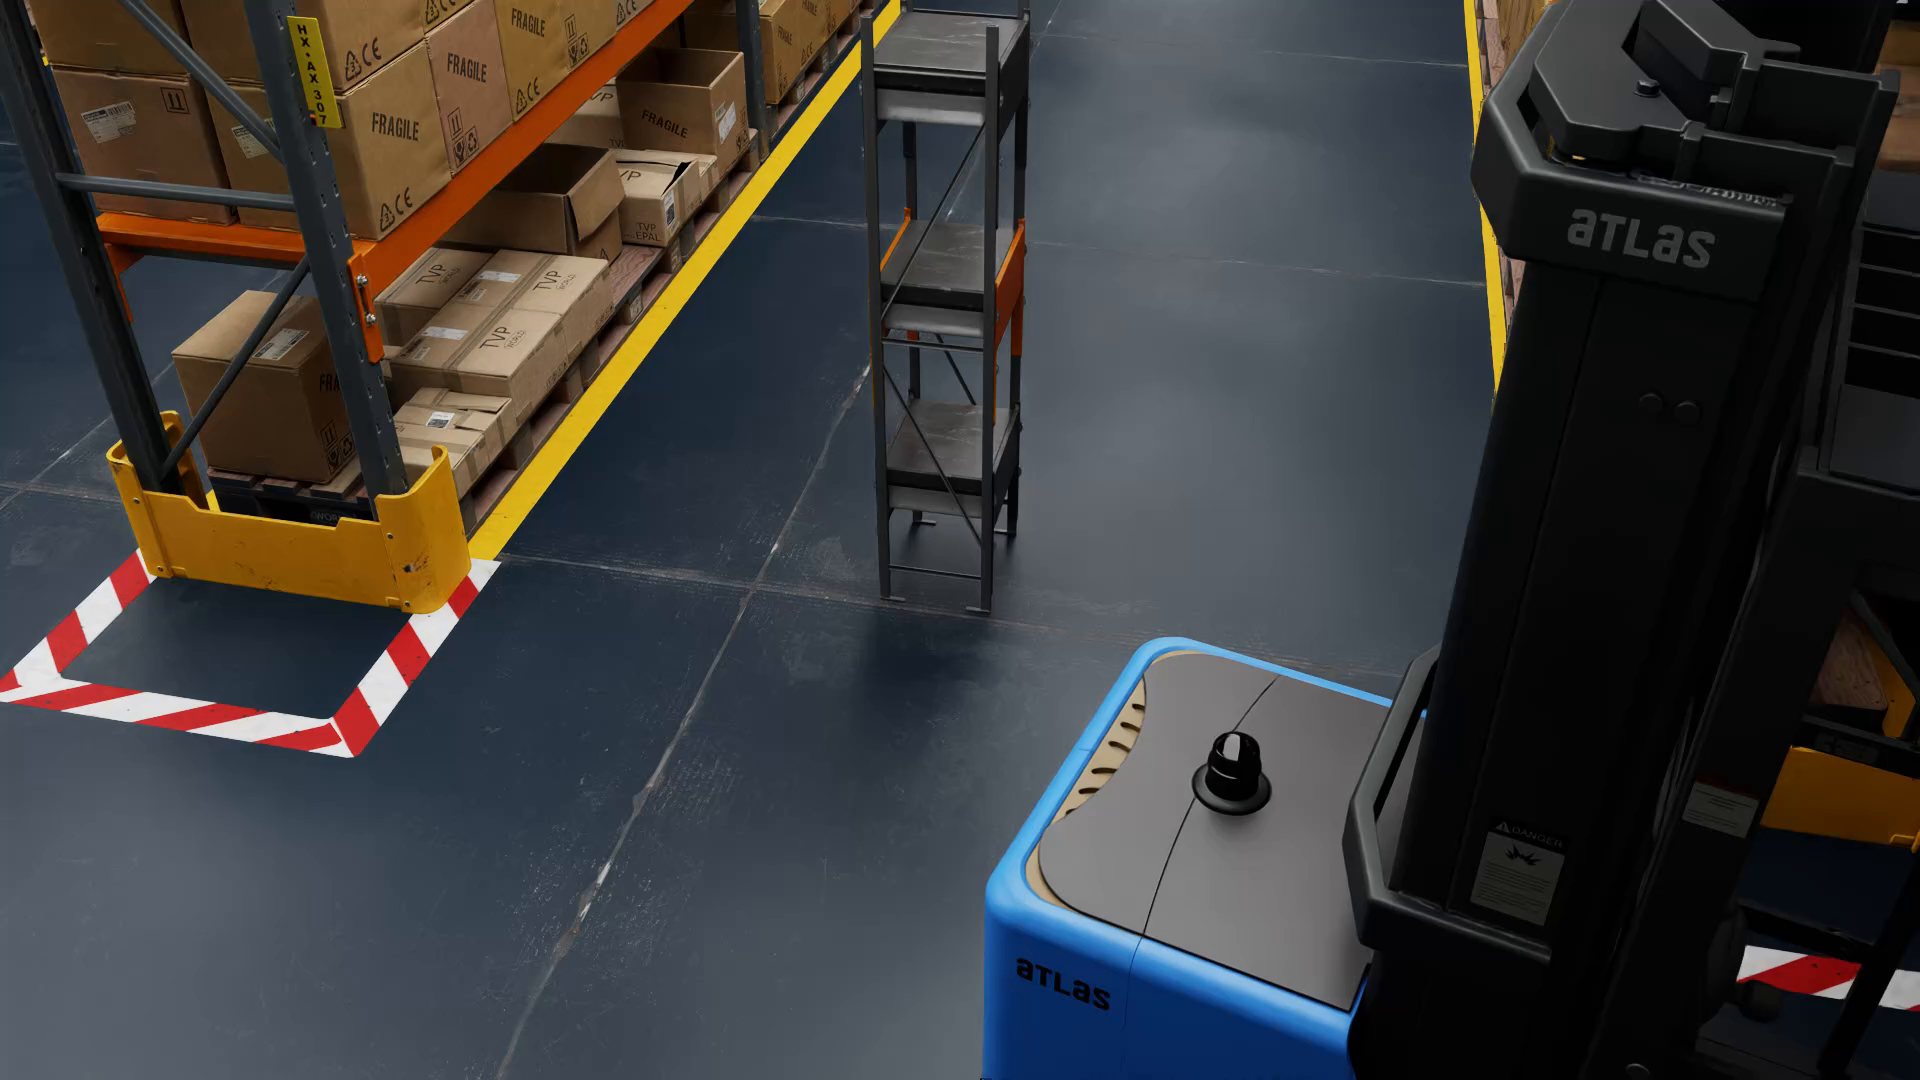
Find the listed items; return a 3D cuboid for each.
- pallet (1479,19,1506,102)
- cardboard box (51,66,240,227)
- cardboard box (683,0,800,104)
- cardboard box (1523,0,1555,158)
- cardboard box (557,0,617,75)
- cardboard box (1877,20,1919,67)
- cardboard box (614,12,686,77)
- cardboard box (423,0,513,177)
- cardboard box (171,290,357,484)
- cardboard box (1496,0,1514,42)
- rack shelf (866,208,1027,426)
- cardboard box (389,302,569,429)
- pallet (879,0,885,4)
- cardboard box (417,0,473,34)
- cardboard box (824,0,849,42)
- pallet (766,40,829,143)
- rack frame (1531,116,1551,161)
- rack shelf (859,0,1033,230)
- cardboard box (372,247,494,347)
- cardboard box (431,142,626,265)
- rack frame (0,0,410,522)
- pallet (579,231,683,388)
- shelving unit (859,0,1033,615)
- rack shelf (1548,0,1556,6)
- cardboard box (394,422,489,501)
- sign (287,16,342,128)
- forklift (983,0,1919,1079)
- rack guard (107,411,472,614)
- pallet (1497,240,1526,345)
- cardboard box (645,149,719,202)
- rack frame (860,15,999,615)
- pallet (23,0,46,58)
[{"bbox_3d":[3.638,-2.771,9.893,1.003,0.211,1.213,7,37,10],"label":"pallet"},{"bbox_3d":[-2.576,-1.403,5.545,0.500,0.500,0.500,8,37,11],"label":"cardboard box"},{"bbox_3d":[-1.210,-2.778,9.282,0.500,0.500,0.500,6,36,8],"label":"cardboard box"},{"bbox_3d":[3.300,-2.435,8.527,0.750,0.750,0.750,8,37,11],"label":"cardboard box"},{"bbox_3d":[-1.730,-2.204,6.650,0.500,0.500,0.500,8,37,11],"label":"cardboard box"},{"bbox_3d":[2.678,-1.287,5.214,0.980,0.700,0.700,7,37,10],"label":"cardboard box"},{"bbox_3d":[-1.726,-2.850,9.381,0.500,0.500,0.500,7,37,10],"label":"cardboard box"},{"bbox_3d":[-1.949,-1.630,5.858,0.500,0.500,0.500,7,37,10],"label":"cardboard box"},{"bbox_3d":[-2.530,-0.580,6.250,0.500,0.500,0.500,7,37,10],"label":"cardboard box"},{"bbox_3d":[3.664,-3.433,9.904,0.750,0.750,0.750,7,37,10],"label":"cardboard box"},{"bbox_3d":[-0.035,-0.744,5.511,0.431,0.518,0.480,7,37,10],"label":"rack shelf"},{"bbox_3d":[-1.906,-0.699,6.627,0.500,0.250,0.500,7,37,10],"label":"cardboard box"},{"bbox_3d":[-0.894,-4.106,11.735,1.003,0.211,1.213,7,37,10],"label":"pallet"},{"bbox_3d":[-1.949,-2.039,5.570,0.500,0.500,0.500,8,37,10],"label":"cardboard box"},{"bbox_3d":[-0.993,-3.371,10.100,0.500,0.500,0.500,8,37,11],"label":"cardboard box"},{"bbox_3d":[-1.415,-2.707,9.805,1.003,0.211,1.213,7,37,10],"label":"pallet"},{"bbox_3d":[3.289,-2.746,7.483,1.000,3.000,0.127,7,37,10],"label":"rack frame"},{"bbox_3d":[-0.035,-1.311,5.100,0.431,0.518,0.480,7,37,10],"label":"rack shelf"},{"bbox_3d":[-2.298,-1.020,7.070,0.500,0.250,0.500,7,37,10],"label":"cardboard box"},{"bbox_3d":[-1.948,-1.455,7.453,0.797,0.503,0.637,7,37,10],"label":"cardboard box"},{"bbox_3d":[-2.406,-1.072,5.173,1.000,3.000,0.127,7,37,10],"label":"rack frame"},{"bbox_3d":[-1.958,-1.141,7.644,1.003,0.211,1.213,7,37,10],"label":"pallet"},{"bbox_3d":[-0.035,-0.755,5.503,0.431,2.100,0.503,7,37,10],"label":"shelving unit"},{"bbox_3d":[3.716,-3.602,9.276,1.077,0.370,4.000,7,37,10],"label":"rack shelf"},{"bbox_3d":[-1.981,-0.293,6.152,0.380,0.149,0.250,7,37,10],"label":"cardboard box"},{"bbox_3d":[-1.876,-1.354,4.825,0.100,0.325,0.005,7,37,10],"label":"sign"},{"bbox_3d":[1.590,0.540,3.007,3.031,2.935,1.130,16,39,21],"label":"forklift"},{"bbox_3d":[-2.390,-0.103,5.966,1.175,0.500,0.348,7,37,10],"label":"rack guard"},{"bbox_3d":[3.050,-1.191,7.713,1.003,0.211,1.213,7,37,10],"label":"pallet"},{"bbox_3d":[-1.418,-1.804,8.238,0.380,0.149,0.250,7,37,10],"label":"cardboard box"},{"bbox_3d":[-0.087,-0.615,5.310,0.400,2.100,0.015,7,37,10],"label":"rack frame"},{"bbox_3d":[-6.184,-3.296,10.618,1.003,0.211,1.213,7,37,10],"label":"pallet"}]
